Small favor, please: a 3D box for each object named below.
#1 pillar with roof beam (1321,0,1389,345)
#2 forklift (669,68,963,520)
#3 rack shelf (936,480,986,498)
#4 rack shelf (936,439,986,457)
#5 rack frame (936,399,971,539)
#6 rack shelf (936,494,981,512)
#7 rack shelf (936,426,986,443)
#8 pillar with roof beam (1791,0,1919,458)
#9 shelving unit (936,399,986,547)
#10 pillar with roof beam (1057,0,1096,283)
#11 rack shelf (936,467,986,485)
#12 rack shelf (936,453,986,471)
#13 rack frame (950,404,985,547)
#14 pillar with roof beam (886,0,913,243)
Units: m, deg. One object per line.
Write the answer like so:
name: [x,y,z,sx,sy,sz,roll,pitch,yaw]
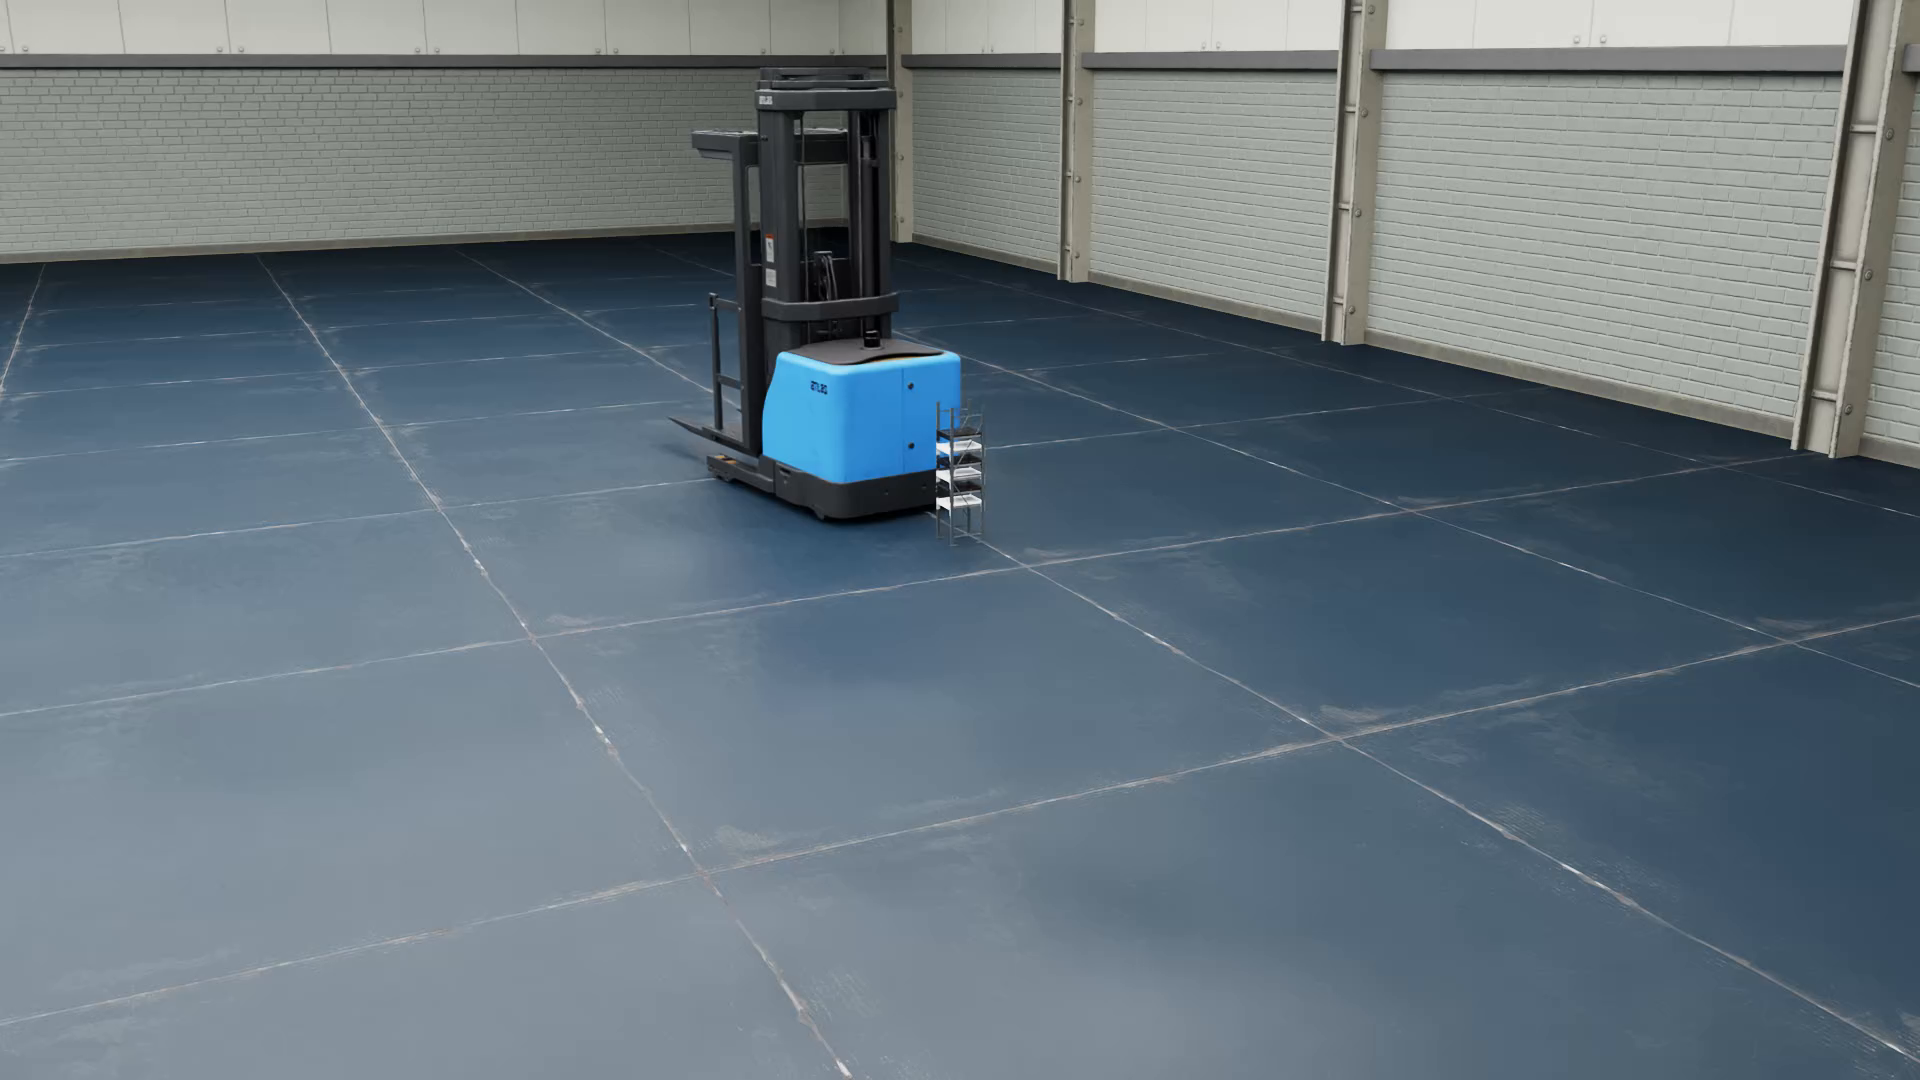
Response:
pillar with roof beam: [0.369,-5.996,15.332,9.100,9.000,0.400,-8,18,-25]
forklift: [-1.223,-1.896,12.043,1.130,2.935,3.031,-11,19,-33]
rack shelf: [0.004,-0.312,10.654,0.258,0.077,0.200,-8,18,-25]
rack shelf: [0.004,-0.572,10.579,0.258,0.077,0.200,-8,18,-25]
rack frame: [-0.041,-0.456,10.707,0.240,0.900,0.006,-8,18,-25]
rack shelf: [0.004,-0.225,10.678,0.258,0.077,0.200,-8,18,-25]
rack shelf: [0.004,-0.658,10.554,0.258,0.077,0.200,-8,18,-25]
pillar with roof beam: [2.997,-4.508,10.147,9.100,9.000,0.400,-8,18,-25]
shelving unit: [0.004,-0.431,10.620,0.258,0.900,0.210,-8,18,-25]
pillar with roof beam: [-2.260,-7.484,20.516,9.100,9.000,0.400,-8,18,-25]
rack shelf: [0.004,-0.398,10.629,0.258,0.077,0.200,-8,18,-25]
rack shelf: [0.004,-0.485,10.604,0.258,0.077,0.200,-8,18,-25]
rack frame: [0.048,-0.405,10.532,0.240,0.900,0.006,-8,18,-25]
pillar with roof beam: [-4.888,-8.972,25.700,9.100,9.000,0.400,-8,18,-25]
